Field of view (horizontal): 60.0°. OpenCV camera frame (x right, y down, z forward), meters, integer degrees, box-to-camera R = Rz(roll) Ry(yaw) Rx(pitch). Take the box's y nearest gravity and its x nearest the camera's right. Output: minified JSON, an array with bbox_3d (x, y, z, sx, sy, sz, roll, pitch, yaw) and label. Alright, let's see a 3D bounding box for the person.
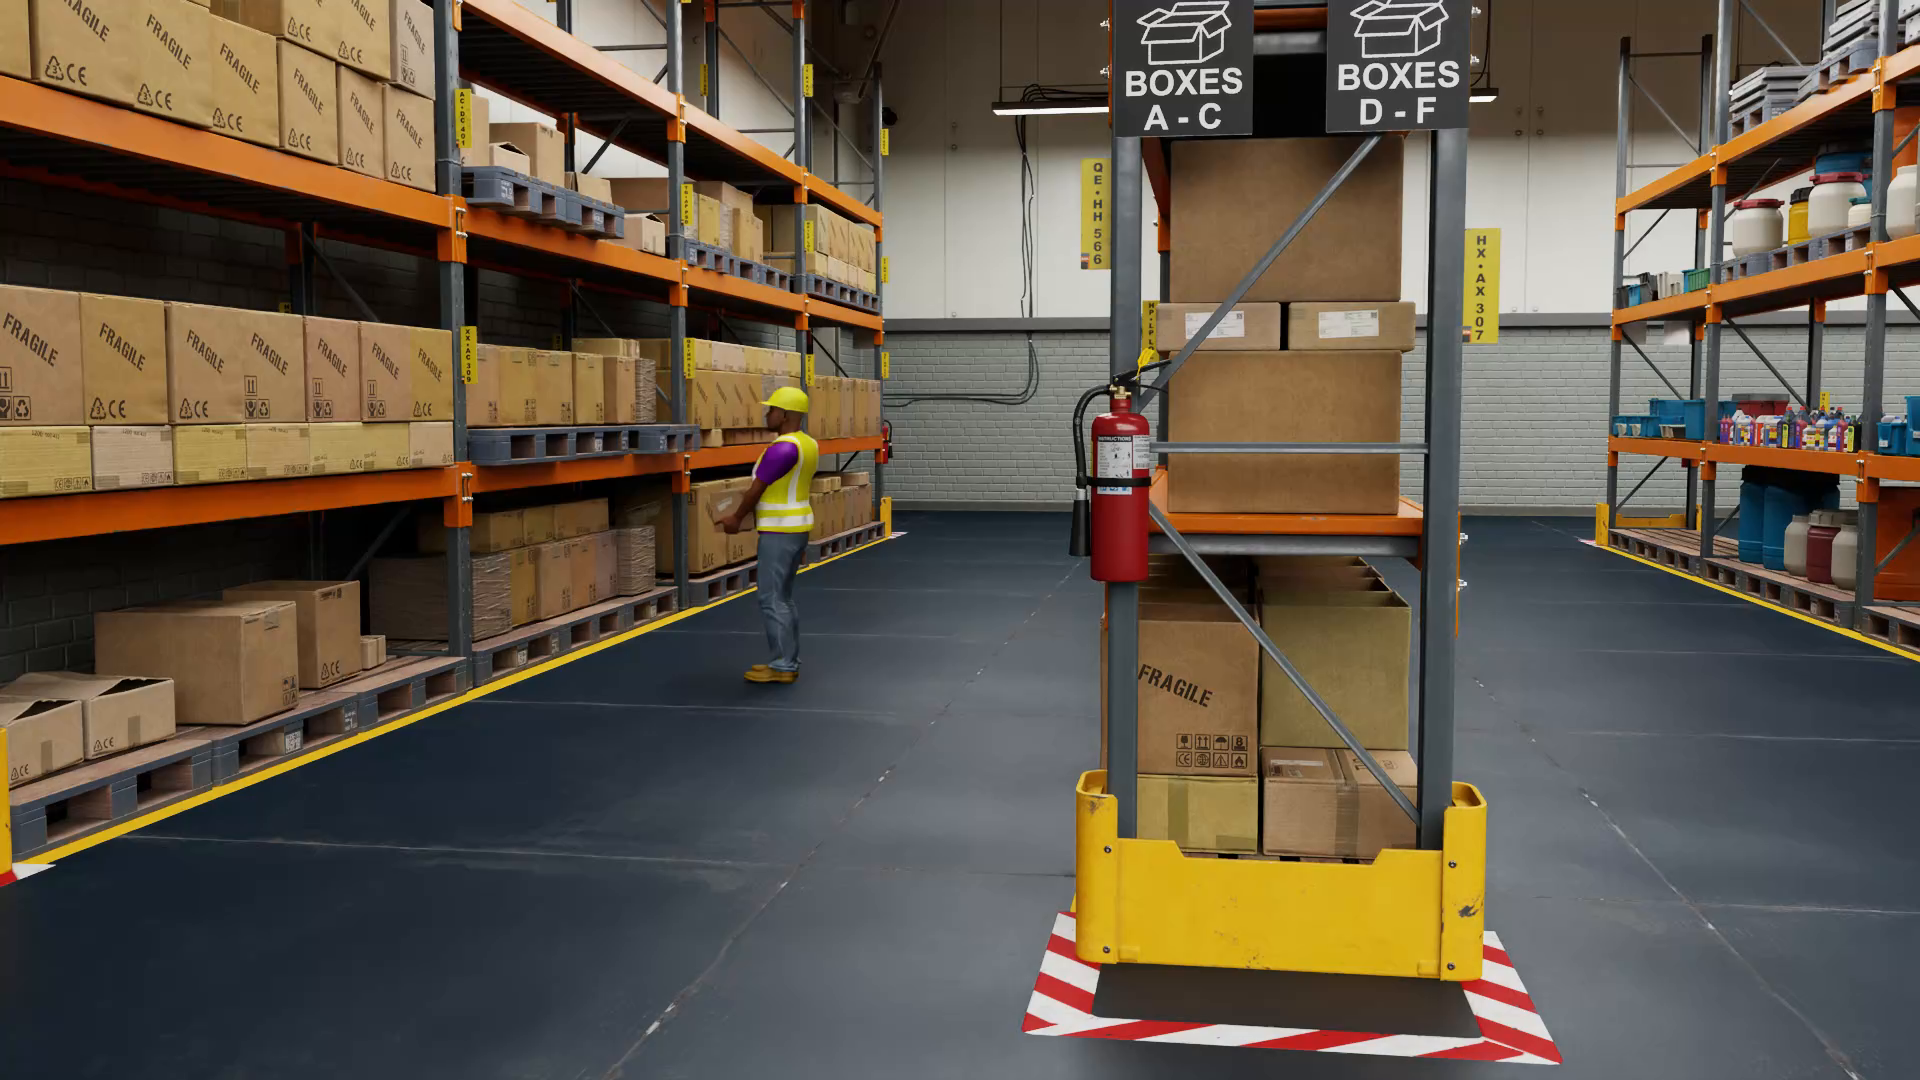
[{"bbox_3d":[-1.165,-0.037,10.000,0.580,1.761,0.504,1,5,11],"label":"person"}]
